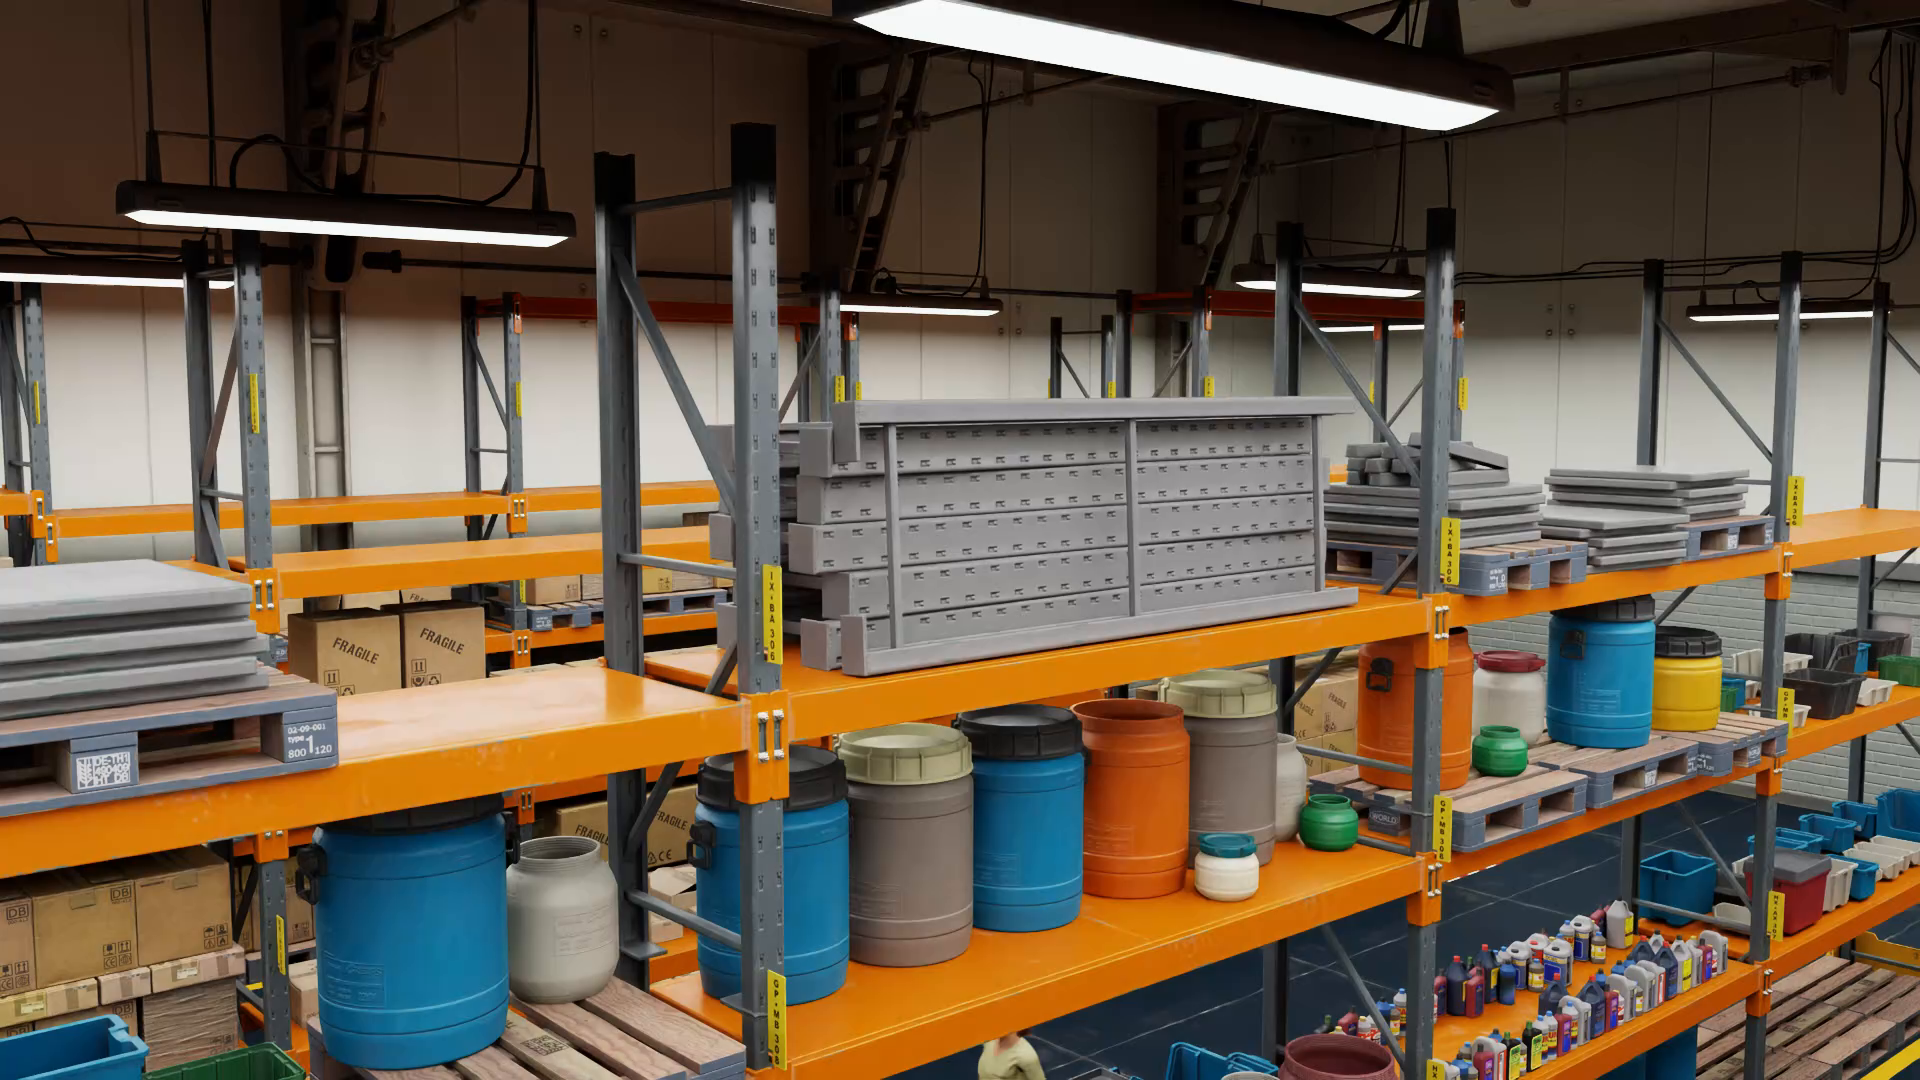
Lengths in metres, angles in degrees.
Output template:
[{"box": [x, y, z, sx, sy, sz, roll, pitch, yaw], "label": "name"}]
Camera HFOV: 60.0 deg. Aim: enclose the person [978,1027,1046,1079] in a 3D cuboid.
[{"box": [0.210, 3.420, 9.602, 0.905, 1.633, 0.461, -3, 6, -29], "label": "person"}]
